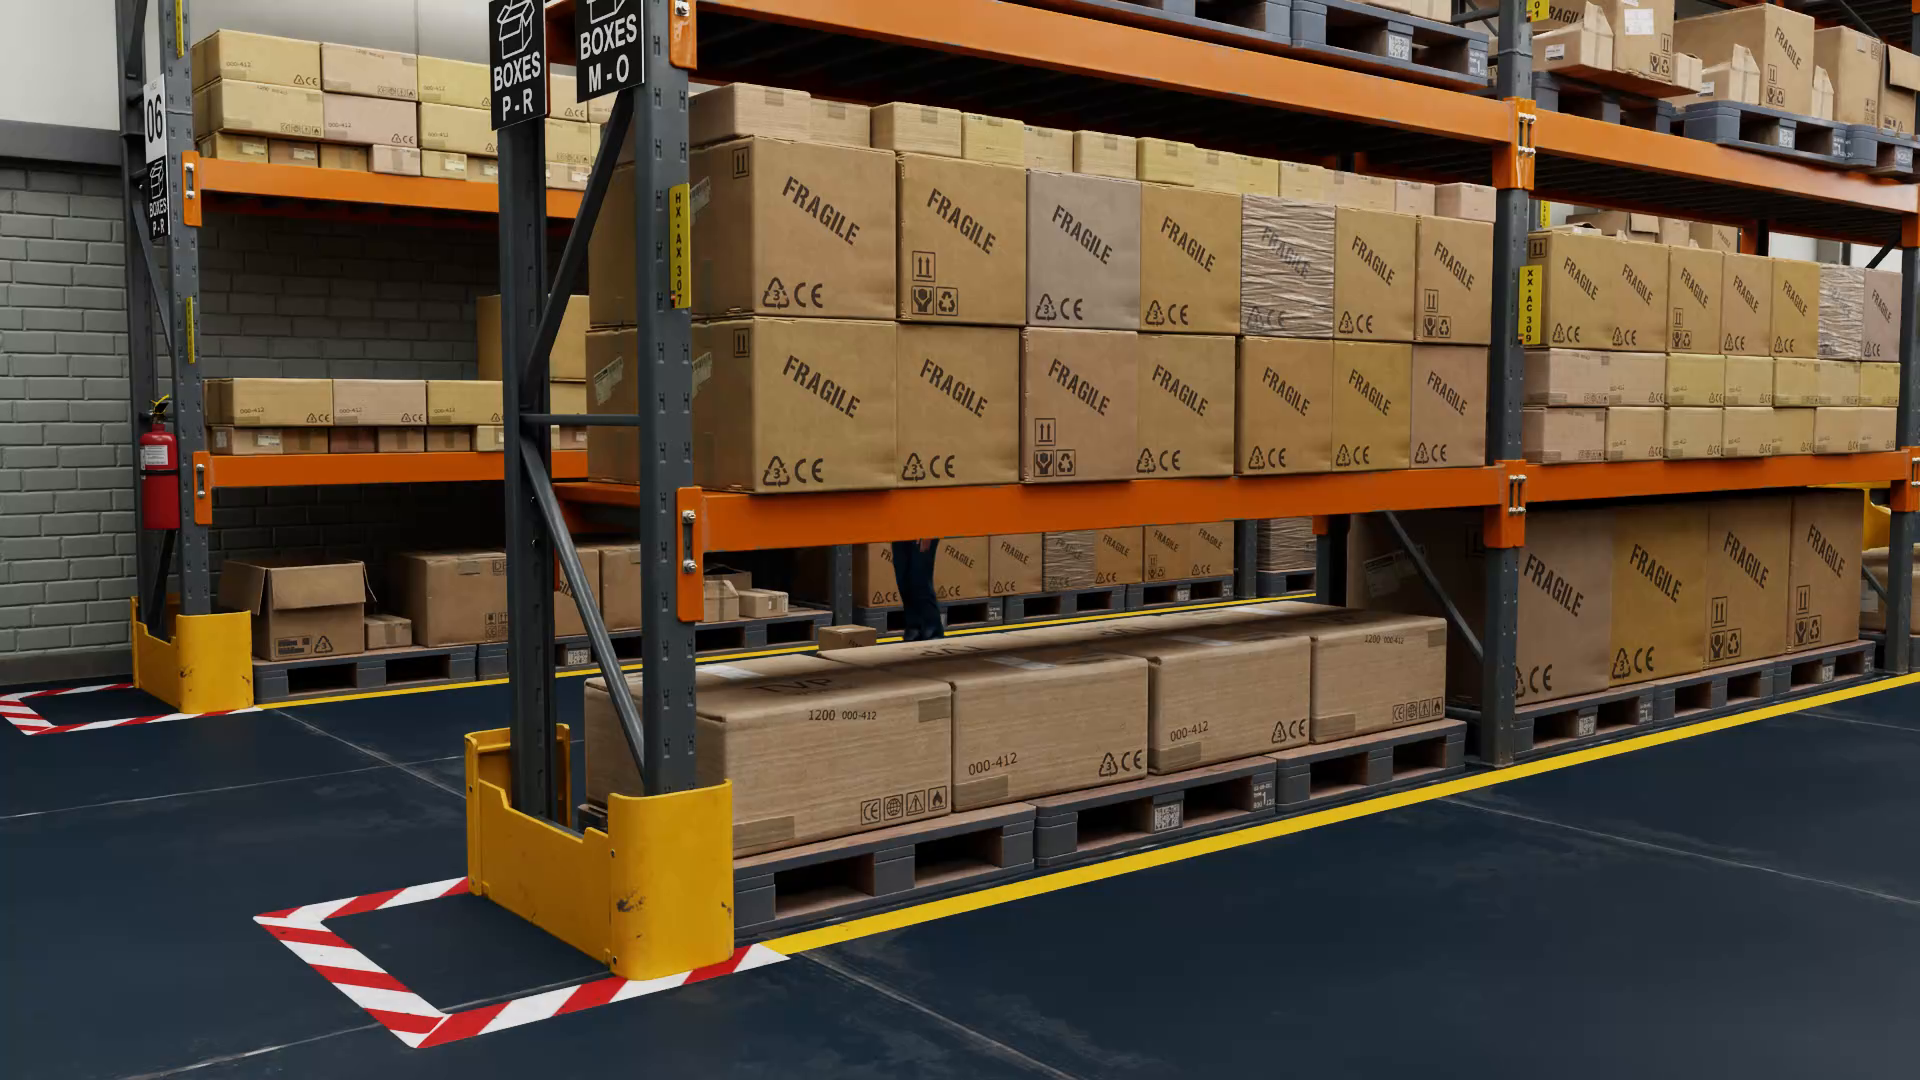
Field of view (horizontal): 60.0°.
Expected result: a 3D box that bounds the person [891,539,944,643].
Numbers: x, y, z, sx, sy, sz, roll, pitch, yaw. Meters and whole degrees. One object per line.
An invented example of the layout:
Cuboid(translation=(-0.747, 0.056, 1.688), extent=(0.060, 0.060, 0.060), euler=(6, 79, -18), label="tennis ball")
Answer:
Cuboid(translation=(-0.265, -0.045, 10.044), extent=(0.310, 1.600, 0.405), euler=(-3, 5, -35), label="person")
